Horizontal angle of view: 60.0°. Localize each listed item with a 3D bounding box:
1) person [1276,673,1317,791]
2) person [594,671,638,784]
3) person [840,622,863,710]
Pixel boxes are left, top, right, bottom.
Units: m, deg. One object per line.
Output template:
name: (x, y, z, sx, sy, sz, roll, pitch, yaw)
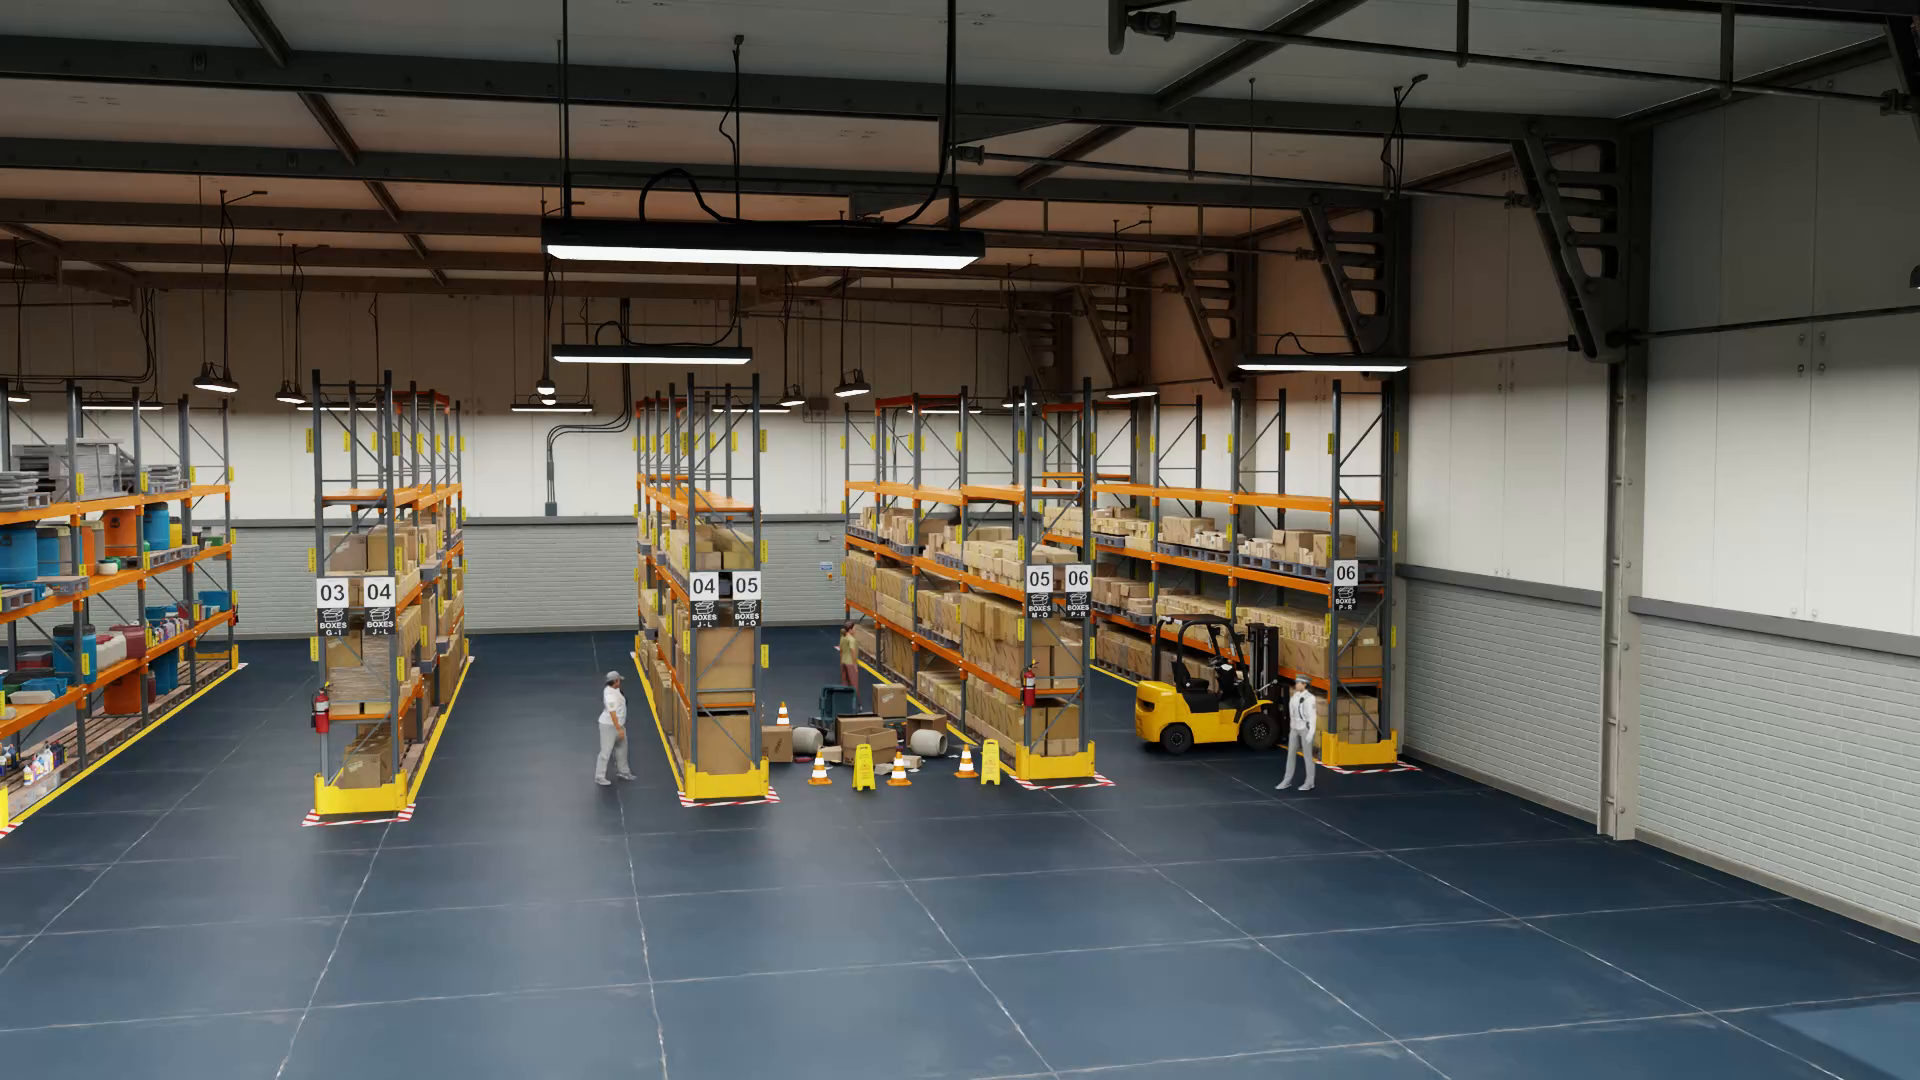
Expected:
person: (4.880, 2.774, 24.028, 0.508, 1.702, 0.491, -2, 4, -27)
person: (-5.104, 2.769, 24.600, 0.528, 1.692, 0.661, 0, 3, 4)
person: (-2.033, 2.361, 31.129, 0.396, 1.669, 0.495, -3, 4, -39)
